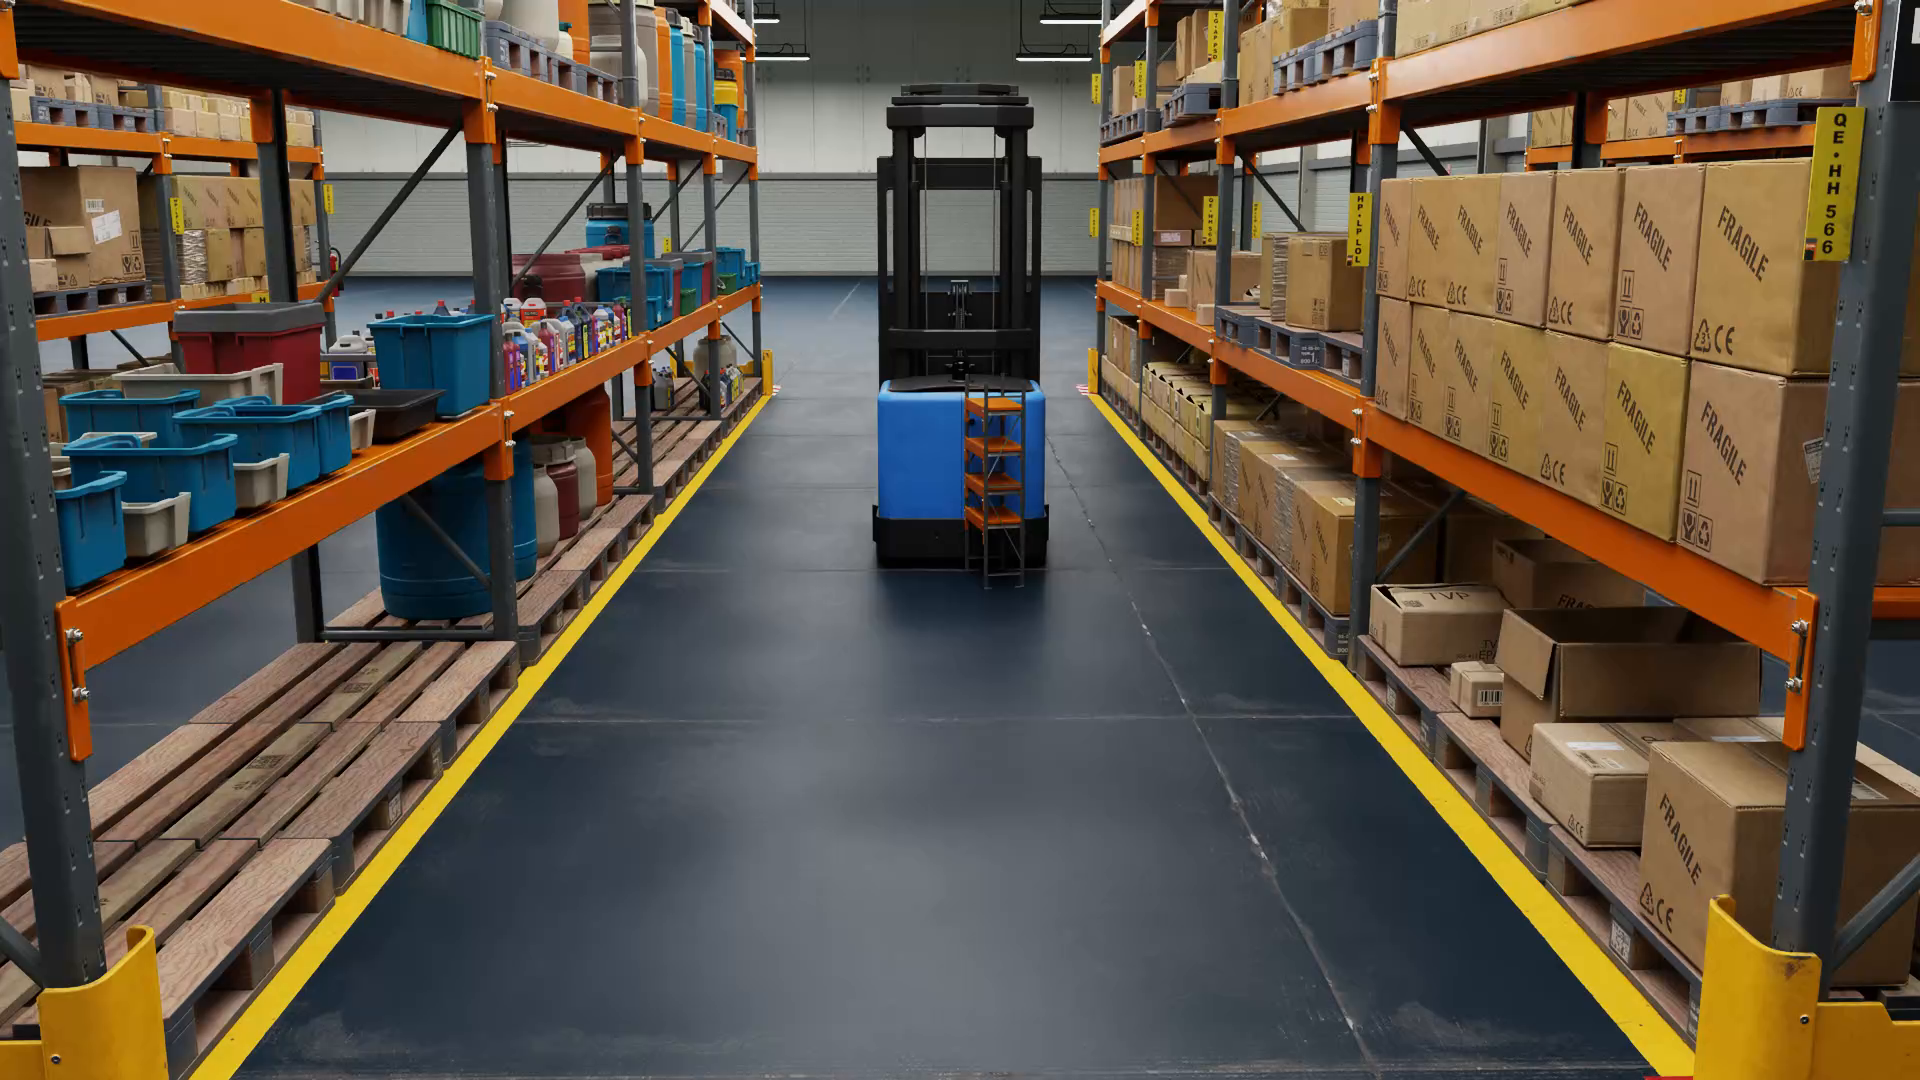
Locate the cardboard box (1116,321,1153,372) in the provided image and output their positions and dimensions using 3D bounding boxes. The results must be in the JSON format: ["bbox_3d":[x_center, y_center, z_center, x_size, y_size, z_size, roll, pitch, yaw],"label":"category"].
[{"bbox_3d":[1.931,-2.045,17.569,0.500,0.500,0.500,0,11,-1],"label":"cardboard box"}]

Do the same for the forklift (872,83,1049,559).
[{"bbox_3d":[-0.008,-1.562,11.385,1.130,2.935,3.031,0,11,-1],"label":"forklift"}]

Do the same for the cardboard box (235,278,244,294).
[{"bbox_3d":[-7.462,-2.559,16.762,0.380,0.149,0.250,0,11,-1],"label":"cardboard box"}]

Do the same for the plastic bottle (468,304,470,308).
[{"bbox_3d":[-3.016,-1.306,10.246,0.061,0.283,0.133,0,11,-1],"label":"plastic bottle"}]

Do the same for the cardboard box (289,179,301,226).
[{"bbox_3d":[-7.516,-3.662,18.052,0.500,0.500,0.500,0,11,-1],"label":"cardboard box"}]

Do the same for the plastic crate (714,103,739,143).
[{"bbox_3d":[-2.498,-4.290,17.156,0.392,0.384,0.575,0,11,-1],"label":"plastic crate"}]

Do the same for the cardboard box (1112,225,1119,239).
[{"bbox_3d":[1.915,-3.461,18.690,0.380,0.149,0.250,-1,11,-3],"label":"cardboard box"}]

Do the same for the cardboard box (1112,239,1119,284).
[{"bbox_3d":[2.111,-3.181,18.944,0.700,0.500,0.500,0,11,-1],"label":"cardboard box"}]

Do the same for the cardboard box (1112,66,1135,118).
[{"bbox_3d":[1.875,-4.687,17.415,0.500,0.500,0.500,0,11,-1],"label":"cardboard box"}]

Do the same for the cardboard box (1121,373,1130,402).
[{"bbox_3d":[1.943,-1.578,17.154,0.500,0.250,0.500,0,11,-1],"label":"cardboard box"}]

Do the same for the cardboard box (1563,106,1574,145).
[{"bbox_3d":[6.814,-4.498,17.838,0.500,0.500,0.500,0,11,1],"label":"cardboard box"}]

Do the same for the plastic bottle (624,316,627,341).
[{"bbox_3d":[-2.254,-1.416,10.995,0.097,0.201,0.097,0,11,0],"label":"plastic bottle"}]

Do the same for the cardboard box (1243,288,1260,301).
[{"bbox_3d":[2.315,-1.664,11.940,0.500,0.311,0.500,0,11,2],"label":"cardboard box"}]

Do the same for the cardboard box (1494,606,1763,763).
[{"bbox_3d":[2.406,0.541,6.018,0.797,0.503,0.637,0,11,-1],"label":"cardboard box"}]

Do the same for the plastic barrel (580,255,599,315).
[{"bbox_3d":[-2.908,-1.874,12.469,0.421,0.512,0.421,0,11,0],"label":"plastic barrel"}]

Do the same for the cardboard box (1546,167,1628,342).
[{"bbox_3d":[2.134,-0.874,5.059,0.500,0.500,0.500,0,11,0],"label":"cardboard box"}]

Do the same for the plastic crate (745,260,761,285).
[{"bbox_3d":[-2.529,-3.034,18.846,0.499,0.251,0.616,0,11,-1],"label":"plastic crate"}]

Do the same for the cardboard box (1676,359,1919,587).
[{"bbox_3d":[2.163,-0.182,4.158,0.500,0.500,0.500,0,11,1],"label":"cardboard box"}]

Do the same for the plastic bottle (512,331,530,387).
[{"bbox_3d":[-2.197,-0.900,8.277,0.097,0.271,0.097,0,11,0],"label":"plastic bottle"}]

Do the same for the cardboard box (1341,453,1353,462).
[{"bbox_3d":[2.561,-0.233,9.845,0.500,0.500,0.500,-1,11,-3],"label":"cardboard box"}]

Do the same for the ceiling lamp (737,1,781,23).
[{"bbox_3d":[-4.704,-12.245,34.104,2.000,3.185,0.800,0,11,-1],"label":"ceiling lamp"}]

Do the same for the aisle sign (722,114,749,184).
[{"bbox_3d":[-2.543,-4.495,19.133,0.394,0.787,0.004,0,11,-1],"label":"aisle sign"}]

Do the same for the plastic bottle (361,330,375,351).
[{"bbox_3d":[-2.929,-0.909,8.307,0.152,0.276,0.135,0,11,-1],"label":"plastic bottle"}]

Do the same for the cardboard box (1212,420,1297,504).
[{"bbox_3d":[2.003,-0.534,11.326,0.500,0.500,0.500,0,11,1],"label":"cardboard box"}]

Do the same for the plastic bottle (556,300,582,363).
[{"bbox_3d":[-2.246,-1.190,9.505,0.144,0.351,0.185,0,11,-1],"label":"plastic bottle"}]

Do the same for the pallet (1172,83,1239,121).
[{"bbox_3d":[2.176,-3.147,11.957,1.213,0.211,1.003,0,11,1],"label":"pallet"}]

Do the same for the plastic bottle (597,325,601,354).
[{"bbox_3d":[-2.235,-1.235,10.102,0.097,0.201,0.097,0,11,0],"label":"plastic bottle"}]

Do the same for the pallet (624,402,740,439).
[{"bbox_3d":[-2.728,-1.177,16.332,1.003,0.211,1.213,0,11,-1],"label":"pallet"}]

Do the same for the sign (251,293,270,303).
[{"bbox_3d":[-3.140,-0.954,7.521,0.100,0.325,0.005,0,11,-1],"label":"sign"}]

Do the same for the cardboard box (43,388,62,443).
[{"bbox_3d":[-7.702,-0.941,13.336,0.700,0.500,0.500,1,11,4],"label":"cardboard box"}]

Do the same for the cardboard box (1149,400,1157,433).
[{"bbox_3d":[1.966,-1.105,14.823,0.500,0.250,0.500,0,11,0],"label":"cardboard box"}]

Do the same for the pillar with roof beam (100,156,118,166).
[{"bbox_3d":[-19.863,-11.903,47.095,9.100,9.000,0.548,0,11,-1],"label":"pillar with roof beam"}]

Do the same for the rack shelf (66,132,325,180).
[{"bbox_3d":[-7.749,-3.905,17.029,1.077,0.370,4.000,0,11,-1],"label":"rack shelf"}]

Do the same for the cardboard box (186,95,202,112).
[{"bbox_3d":[-7.464,-4.155,15.824,0.380,0.149,0.250,0,11,-1],"label":"cardboard box"}]

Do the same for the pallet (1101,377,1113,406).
[{"bbox_3d":[2.172,-1.707,18.941,1.003,0.211,1.213,0,11,-1],"label":"pallet"}]

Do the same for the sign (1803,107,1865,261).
[{"bbox_3d":[1.889,-0.769,3.597,0.100,0.325,0.005,0,11,-1],"label":"sign"}]

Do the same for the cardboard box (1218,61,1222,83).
[{"bbox_3d":[2.185,-3.431,12.205,0.500,0.250,0.500,0,11,0],"label":"cardboard box"}]

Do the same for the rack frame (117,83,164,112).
[{"bbox_3d":[-7.708,-5.330,14.699,1.000,3.000,0.127,0,11,-1],"label":"rack frame"}]

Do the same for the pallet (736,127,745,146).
[{"bbox_3d":[-2.919,-4.418,18.223,1.003,0.211,1.213,0,11,-1],"label":"pallet"}]

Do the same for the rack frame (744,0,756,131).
[{"bbox_3d":[-2.838,-6.146,18.719,1.000,3.000,0.127,0,11,-1],"label":"rack frame"}]

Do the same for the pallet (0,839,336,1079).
[{"bbox_3d":[-2.486,1.177,4.724,1.003,0.211,1.213,0,11,-1],"label":"pallet"}]

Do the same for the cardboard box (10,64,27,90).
[{"bbox_3d":[-7.402,-3.654,12.474,0.500,0.500,0.500,-1,11,-3],"label":"cardboard box"}]

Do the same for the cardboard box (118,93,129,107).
[{"bbox_3d":[-7.918,-4.099,15.549,0.380,0.149,0.250,0,11,-1],"label":"cardboard box"}]

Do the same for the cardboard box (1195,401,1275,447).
[{"bbox_3d":[2.022,-0.871,12.258,0.500,0.311,0.500,0,11,0],"label":"cardboard box"}]

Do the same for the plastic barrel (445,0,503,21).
[{"bbox_3d":[-2.351,-2.668,7.725,0.433,0.535,0.433,0,11,0],"label":"plastic barrel"}]

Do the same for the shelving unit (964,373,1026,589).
[{"bbox_3d":[0.202,-0.355,9.791,0.258,1.200,0.503,-3,12,-12],"label":"shelving unit"}]

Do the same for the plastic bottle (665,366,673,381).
[{"bbox_3d":[-3.113,-1.722,17.760,0.097,0.271,0.097,0,11,0],"label":"plastic bottle"}]

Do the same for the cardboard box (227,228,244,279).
[{"bbox_3d":[-7.741,-2.873,16.677,0.875,0.500,0.500,0,11,-1],"label":"cardboard box"}]

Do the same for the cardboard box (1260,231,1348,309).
[{"bbox_3d":[2.405,-1.765,10.907,0.700,0.500,0.500,-4,12,-20],"label":"cardboard box"}]

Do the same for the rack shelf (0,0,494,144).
[{"bbox_3d":[-2.549,-1.540,5.371,1.077,0.370,4.000,0,11,-1],"label":"rack shelf"}]

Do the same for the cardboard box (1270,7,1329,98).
[{"bbox_3d":[2.343,-2.863,9.829,0.910,0.500,0.500,0,11,-1],"label":"cardboard box"}]

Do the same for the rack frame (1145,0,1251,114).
[{"bbox_3d":[2.197,-5.370,14.896,1.000,3.000,0.127,0,11,-1],"label":"rack frame"}]

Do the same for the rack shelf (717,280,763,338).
[{"bbox_3d":[-2.797,-2.455,17.427,1.077,0.370,4.000,0,11,-1],"label":"rack shelf"}]

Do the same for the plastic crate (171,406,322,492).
[{"bbox_3d":[-2.211,-0.285,5.188,0.416,0.233,0.300,0,11,-1],"label":"plastic crate"}]

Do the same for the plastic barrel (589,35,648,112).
[{"bbox_3d":[-2.373,-3.203,11.478,0.421,0.512,0.421,0,11,0],"label":"plastic barrel"}]

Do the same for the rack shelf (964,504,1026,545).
[{"bbox_3d":[0.202,-0.094,9.844,0.258,0.148,0.480,-3,12,-12],"label":"rack shelf"}]
